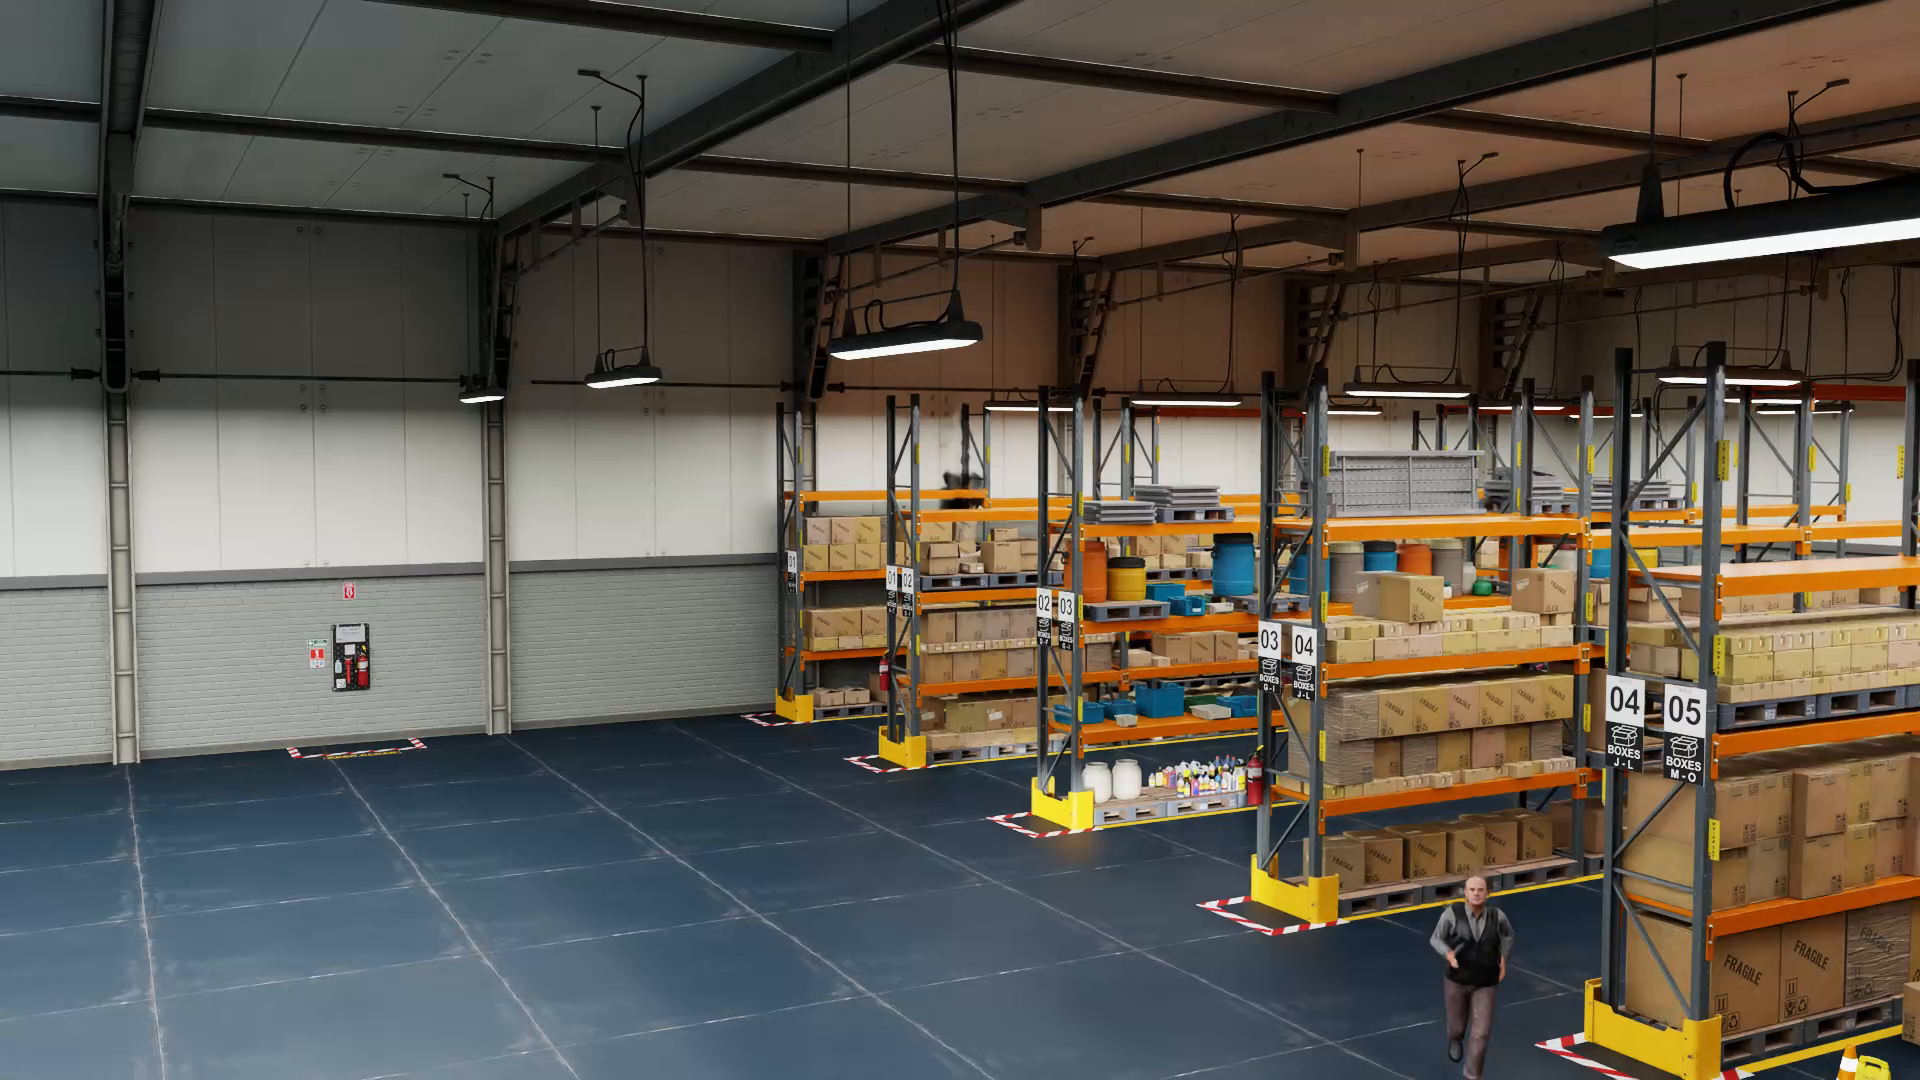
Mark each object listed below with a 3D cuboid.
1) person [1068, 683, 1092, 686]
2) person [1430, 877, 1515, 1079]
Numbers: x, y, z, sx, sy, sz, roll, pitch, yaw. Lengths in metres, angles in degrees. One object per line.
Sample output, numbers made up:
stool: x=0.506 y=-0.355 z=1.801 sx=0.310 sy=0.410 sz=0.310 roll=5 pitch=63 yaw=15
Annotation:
person: x=2.161 y=2.247 z=30.936 sx=0.769 sy=1.881 sz=0.670 roll=-2 pitch=4 yaw=-32
person: x=4.114 y=3.556 z=13.342 sx=0.668 sy=1.736 sz=0.930 roll=1 pitch=3 yaw=13
